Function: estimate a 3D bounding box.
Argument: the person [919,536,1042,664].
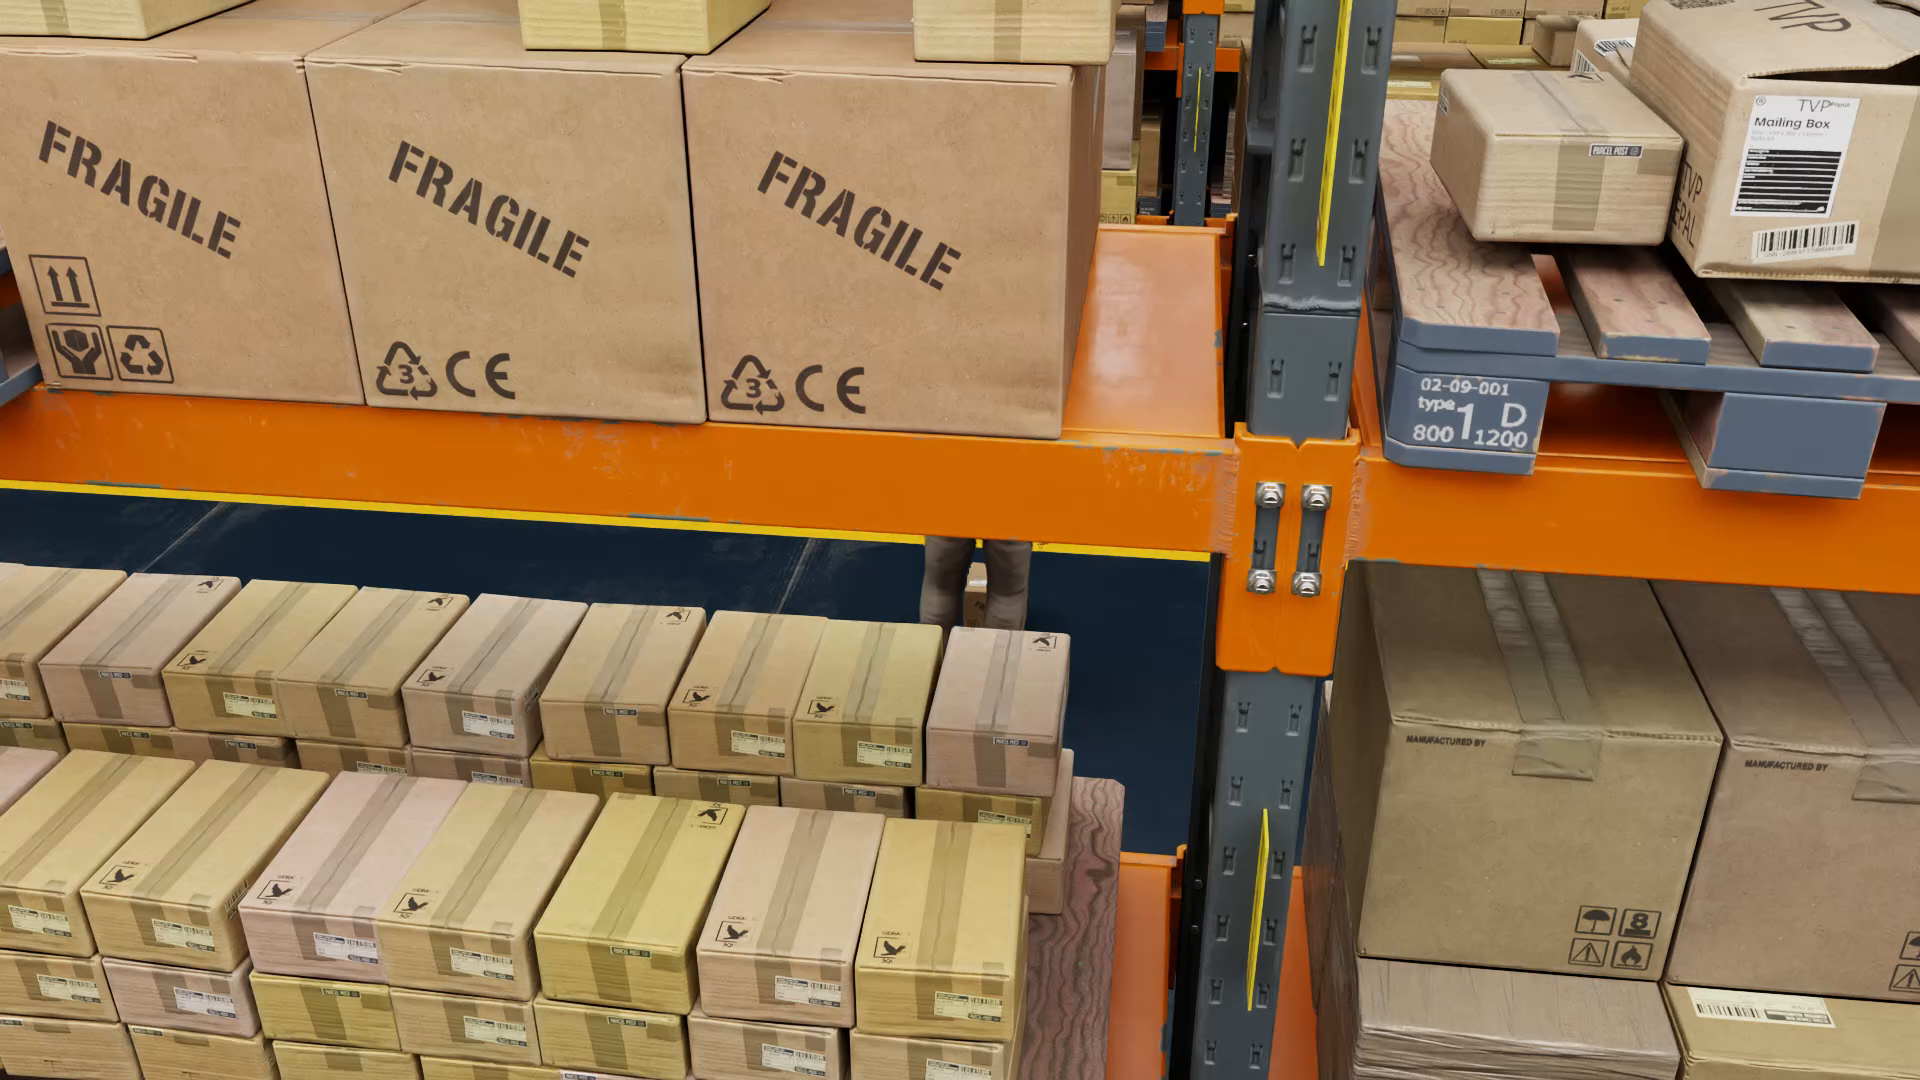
[{"bbox_3d":[0.095,-0.147,6.421,0.550,1.740,0.377,3,28,6],"label":"person"}]
